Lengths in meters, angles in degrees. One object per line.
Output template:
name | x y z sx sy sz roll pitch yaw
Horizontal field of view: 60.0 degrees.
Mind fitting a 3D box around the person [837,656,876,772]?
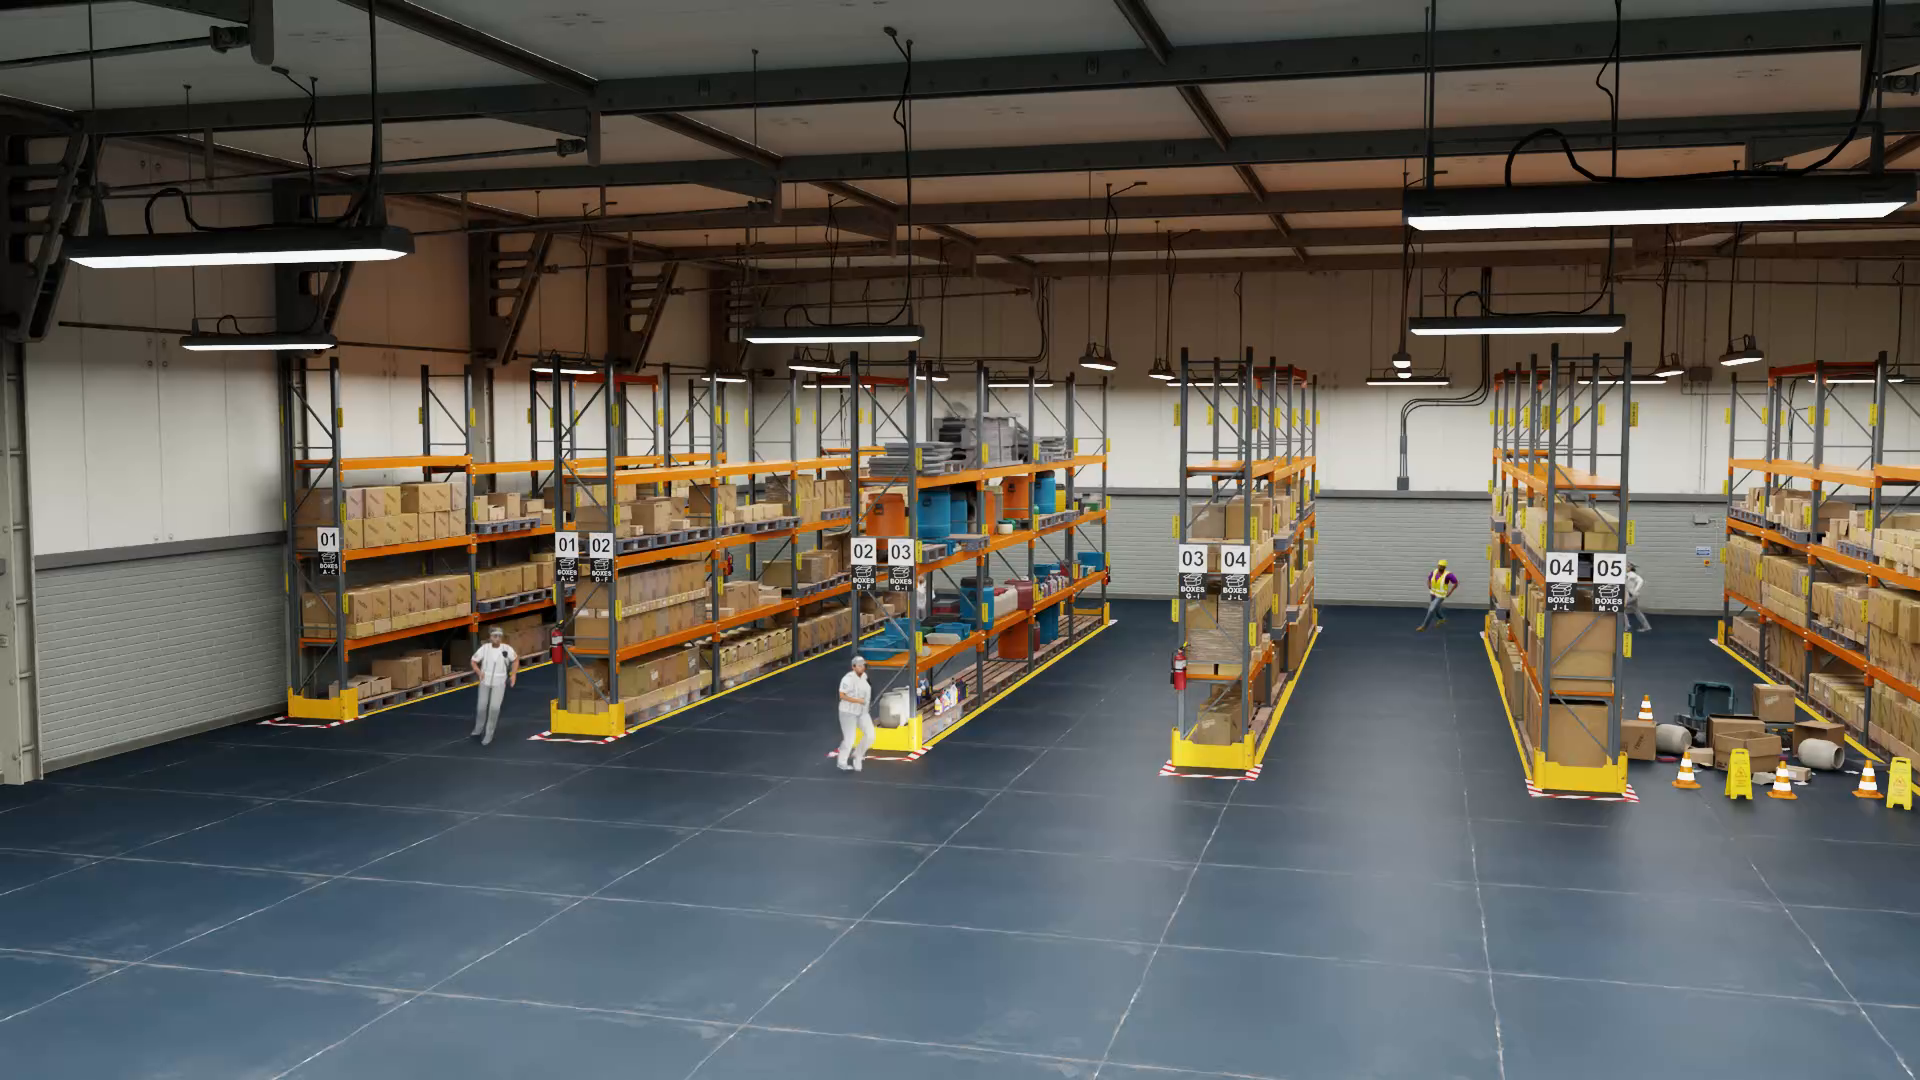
person | -1.440 2.465 23.473 0.635 1.664 0.680 -4 6 -43

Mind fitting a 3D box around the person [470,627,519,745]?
person | -7.250 2.249 25.838 0.744 1.816 0.765 -1 4 -10

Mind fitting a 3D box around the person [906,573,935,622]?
person | -0.877 1.488 36.634 0.646 1.671 0.670 1 4 7

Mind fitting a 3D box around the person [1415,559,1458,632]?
person | 11.212 1.292 38.866 1.003 1.700 0.751 -3 5 -34

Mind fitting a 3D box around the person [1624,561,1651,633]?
person | 15.532 1.340 38.428 0.853 1.698 0.622 2 5 23
